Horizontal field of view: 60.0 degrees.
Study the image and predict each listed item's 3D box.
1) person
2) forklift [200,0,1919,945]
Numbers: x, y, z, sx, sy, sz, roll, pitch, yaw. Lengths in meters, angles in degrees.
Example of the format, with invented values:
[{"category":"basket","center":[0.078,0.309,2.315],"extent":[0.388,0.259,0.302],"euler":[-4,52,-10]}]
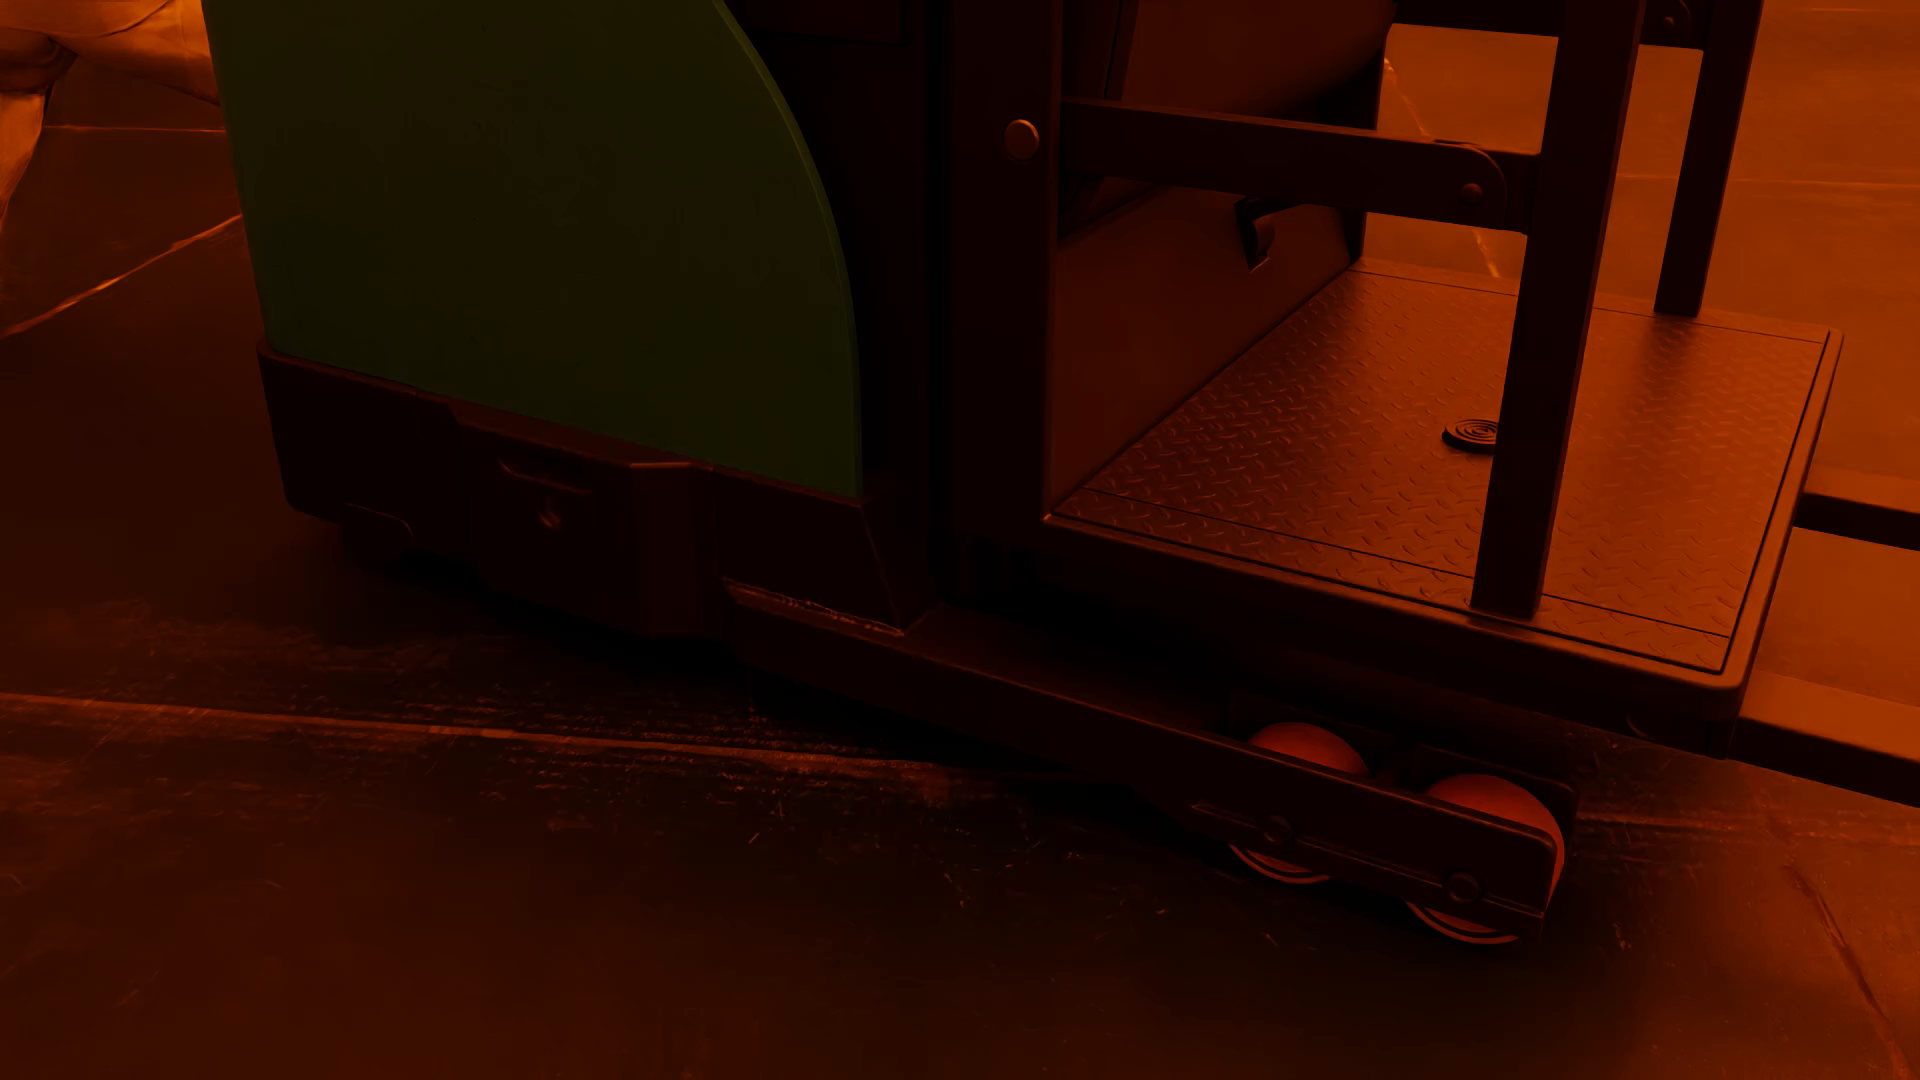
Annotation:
[{"category":"person","center":[-1.497,-1.065,3.003],"extent":[1.172,1.451,0.651],"euler":[7,27,14]},{"category":"forklift","center":[0.529,-1.176,1.574],"extent":[3.031,2.935,1.130],"euler":[14,30,26]}]
